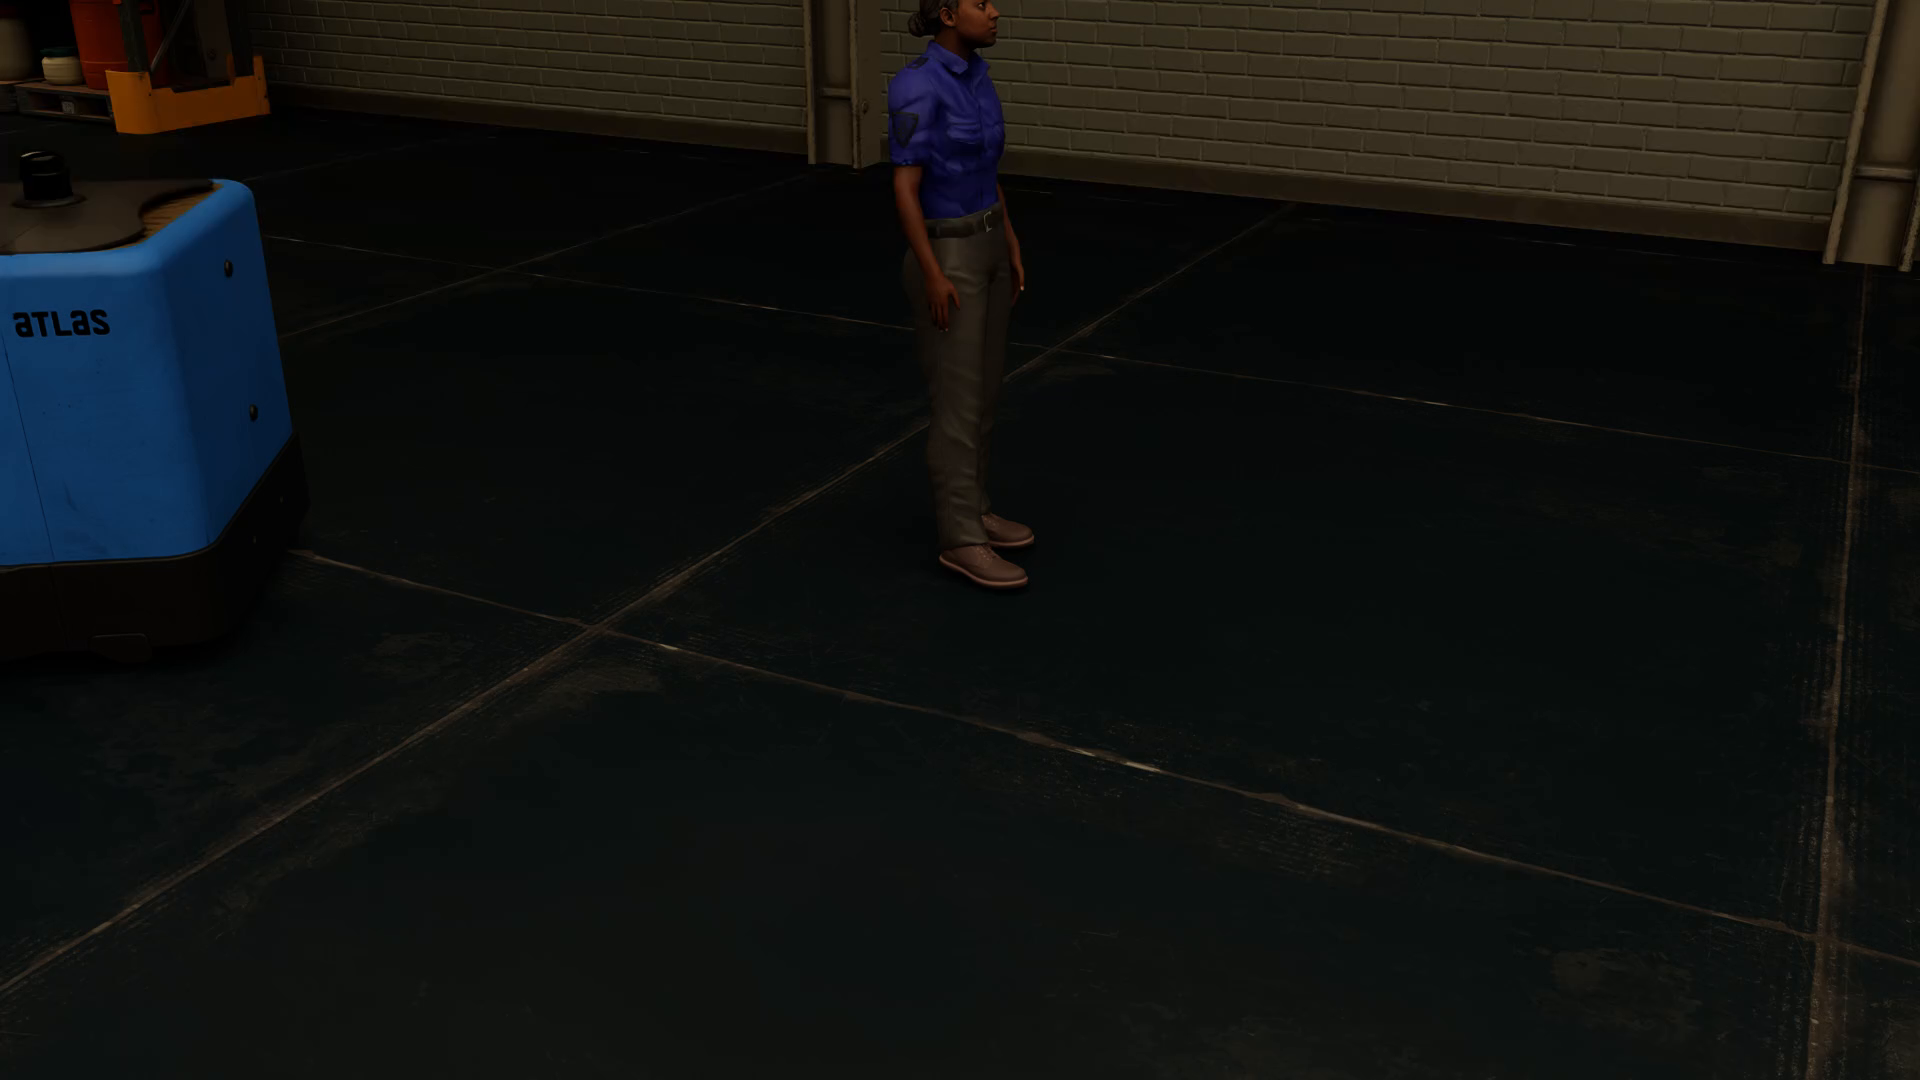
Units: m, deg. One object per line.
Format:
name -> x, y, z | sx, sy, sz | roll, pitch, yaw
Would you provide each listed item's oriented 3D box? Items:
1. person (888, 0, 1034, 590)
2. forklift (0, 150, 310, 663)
person -> 0.069, -0.746, 4.687 | 0.503, 1.656, 0.569 | 11, 25, 25
forklift -> -3.451, -1.145, 4.012 | 3.031, 2.935, 1.130 | -3, 23, -7
